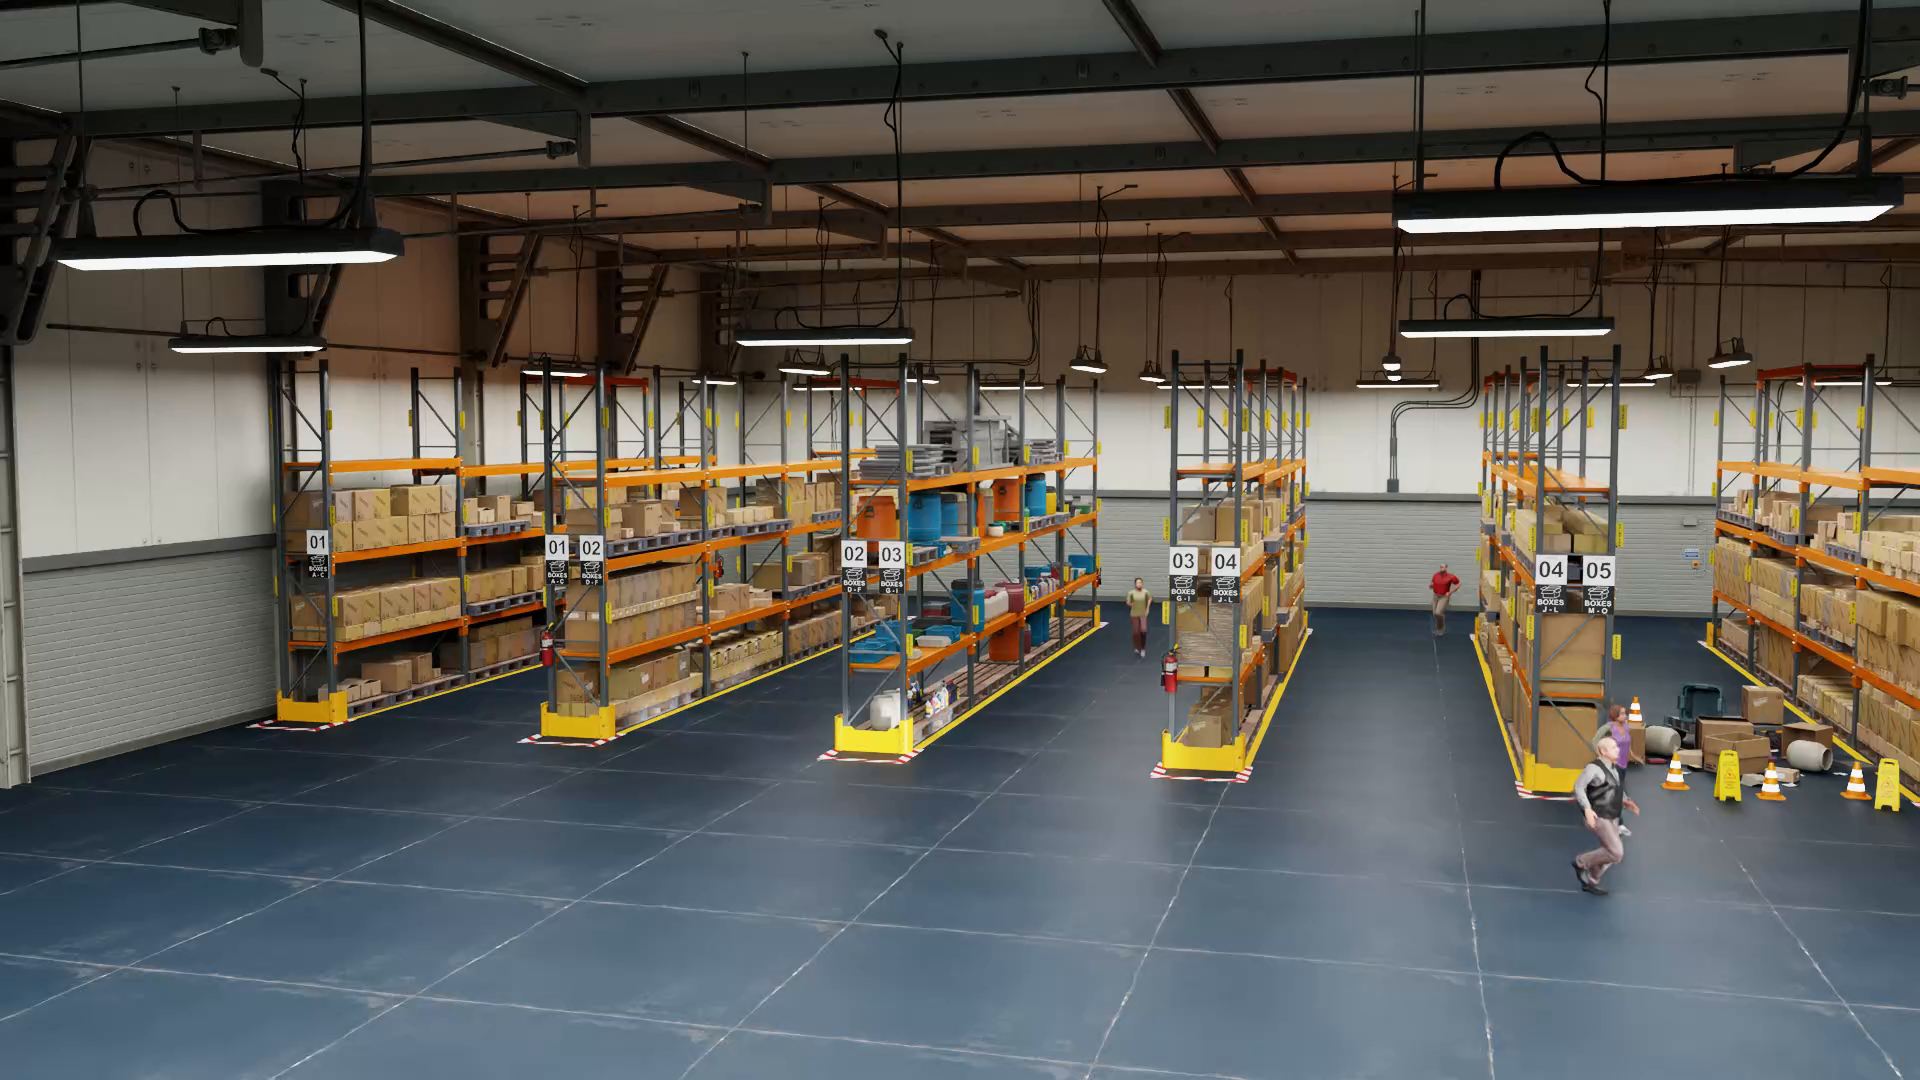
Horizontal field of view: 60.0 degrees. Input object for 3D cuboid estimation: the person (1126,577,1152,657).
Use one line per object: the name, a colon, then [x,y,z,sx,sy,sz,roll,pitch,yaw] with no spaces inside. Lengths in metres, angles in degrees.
person: [3.804,1.639,35.374,0.538,1.699,0.712,0,4,6]

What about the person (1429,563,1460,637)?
person: [11.158,1.401,38.517,0.708,1.751,0.661,-3,5,-39]

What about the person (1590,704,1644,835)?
person: [7.929,2.768,20.355,0.525,1.574,0.756,-2,5,-28]

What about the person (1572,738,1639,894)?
person: [6.790,2.913,17.472,0.650,1.670,0.610,-4,5,-41]
